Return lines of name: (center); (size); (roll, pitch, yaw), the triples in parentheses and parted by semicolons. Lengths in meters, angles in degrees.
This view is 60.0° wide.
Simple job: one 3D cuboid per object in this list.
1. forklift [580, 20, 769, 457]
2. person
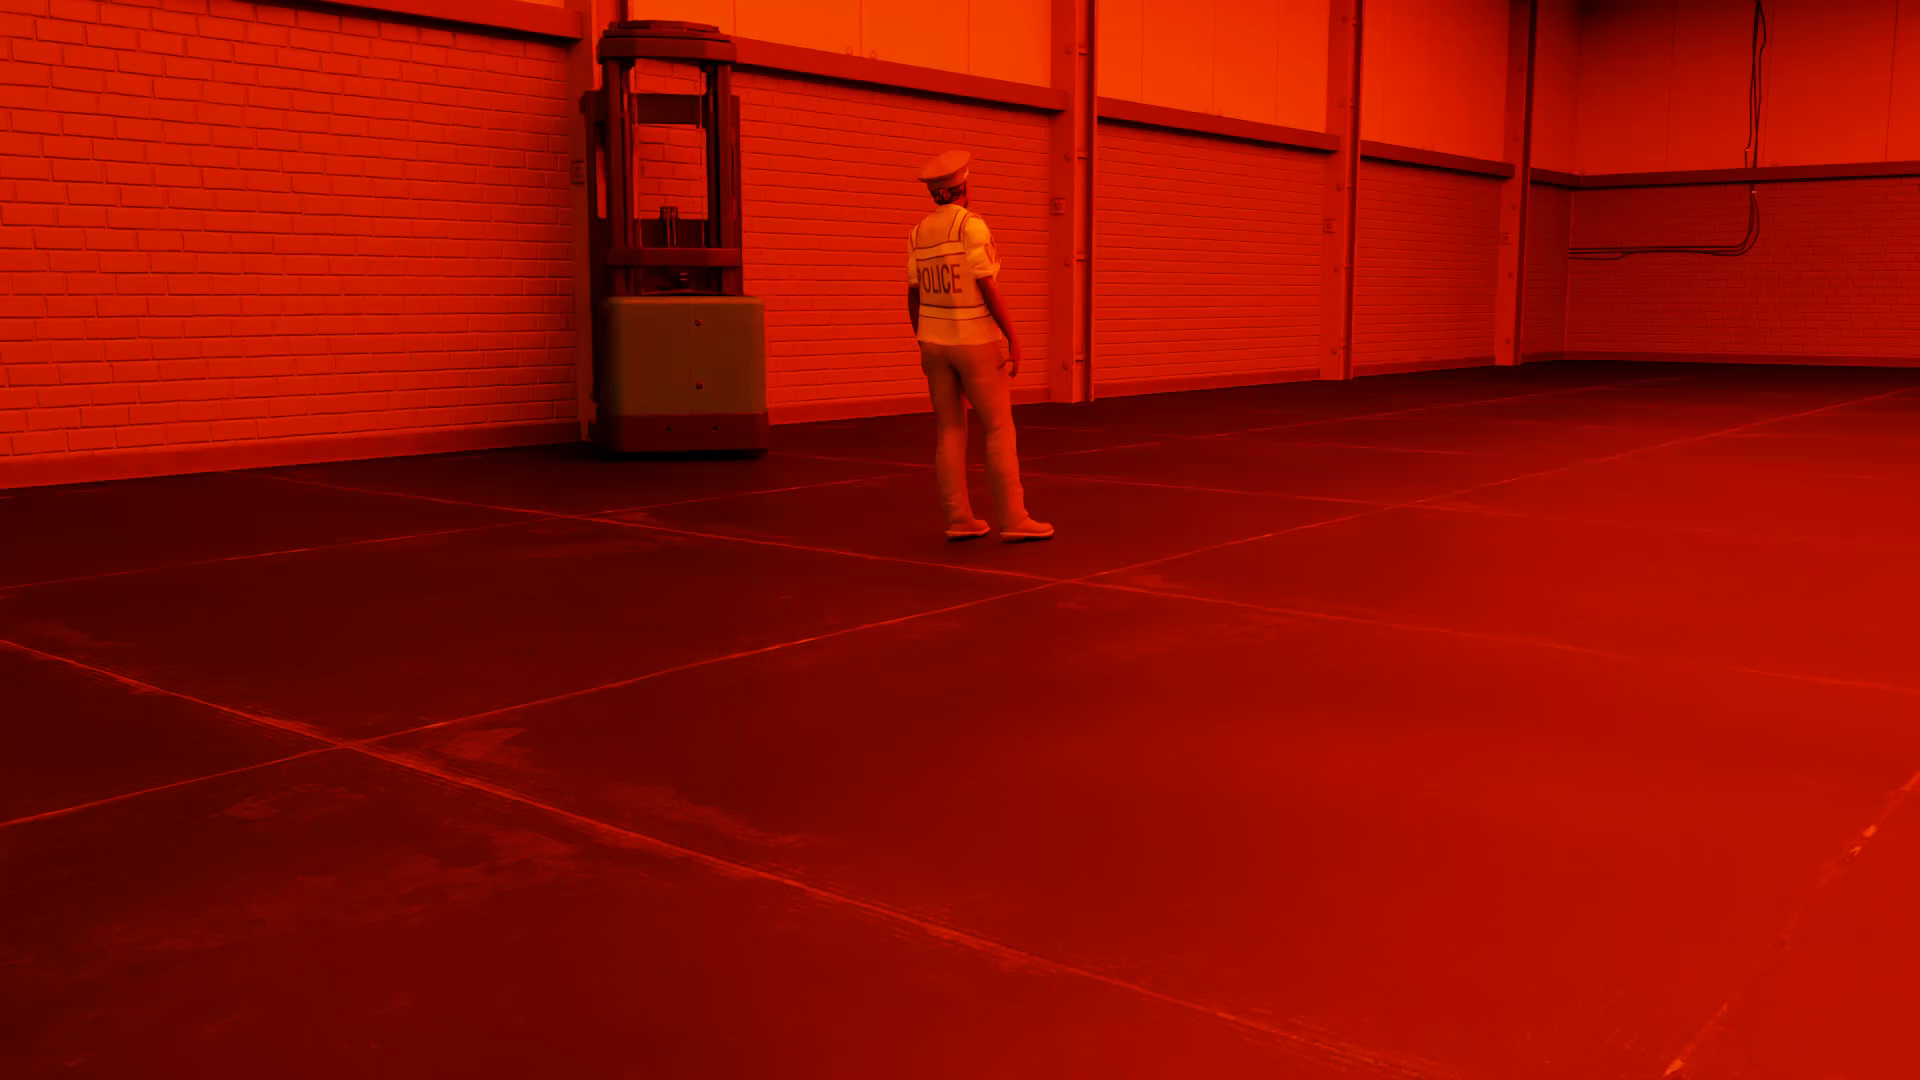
forklift: (-2.177, -2.177, 12.159); (1.130, 2.935, 3.031); (-2, 9, -16)
person: (0.063, -0.852, 7.326); (0.569, 1.695, 0.530); (7, 11, 38)
